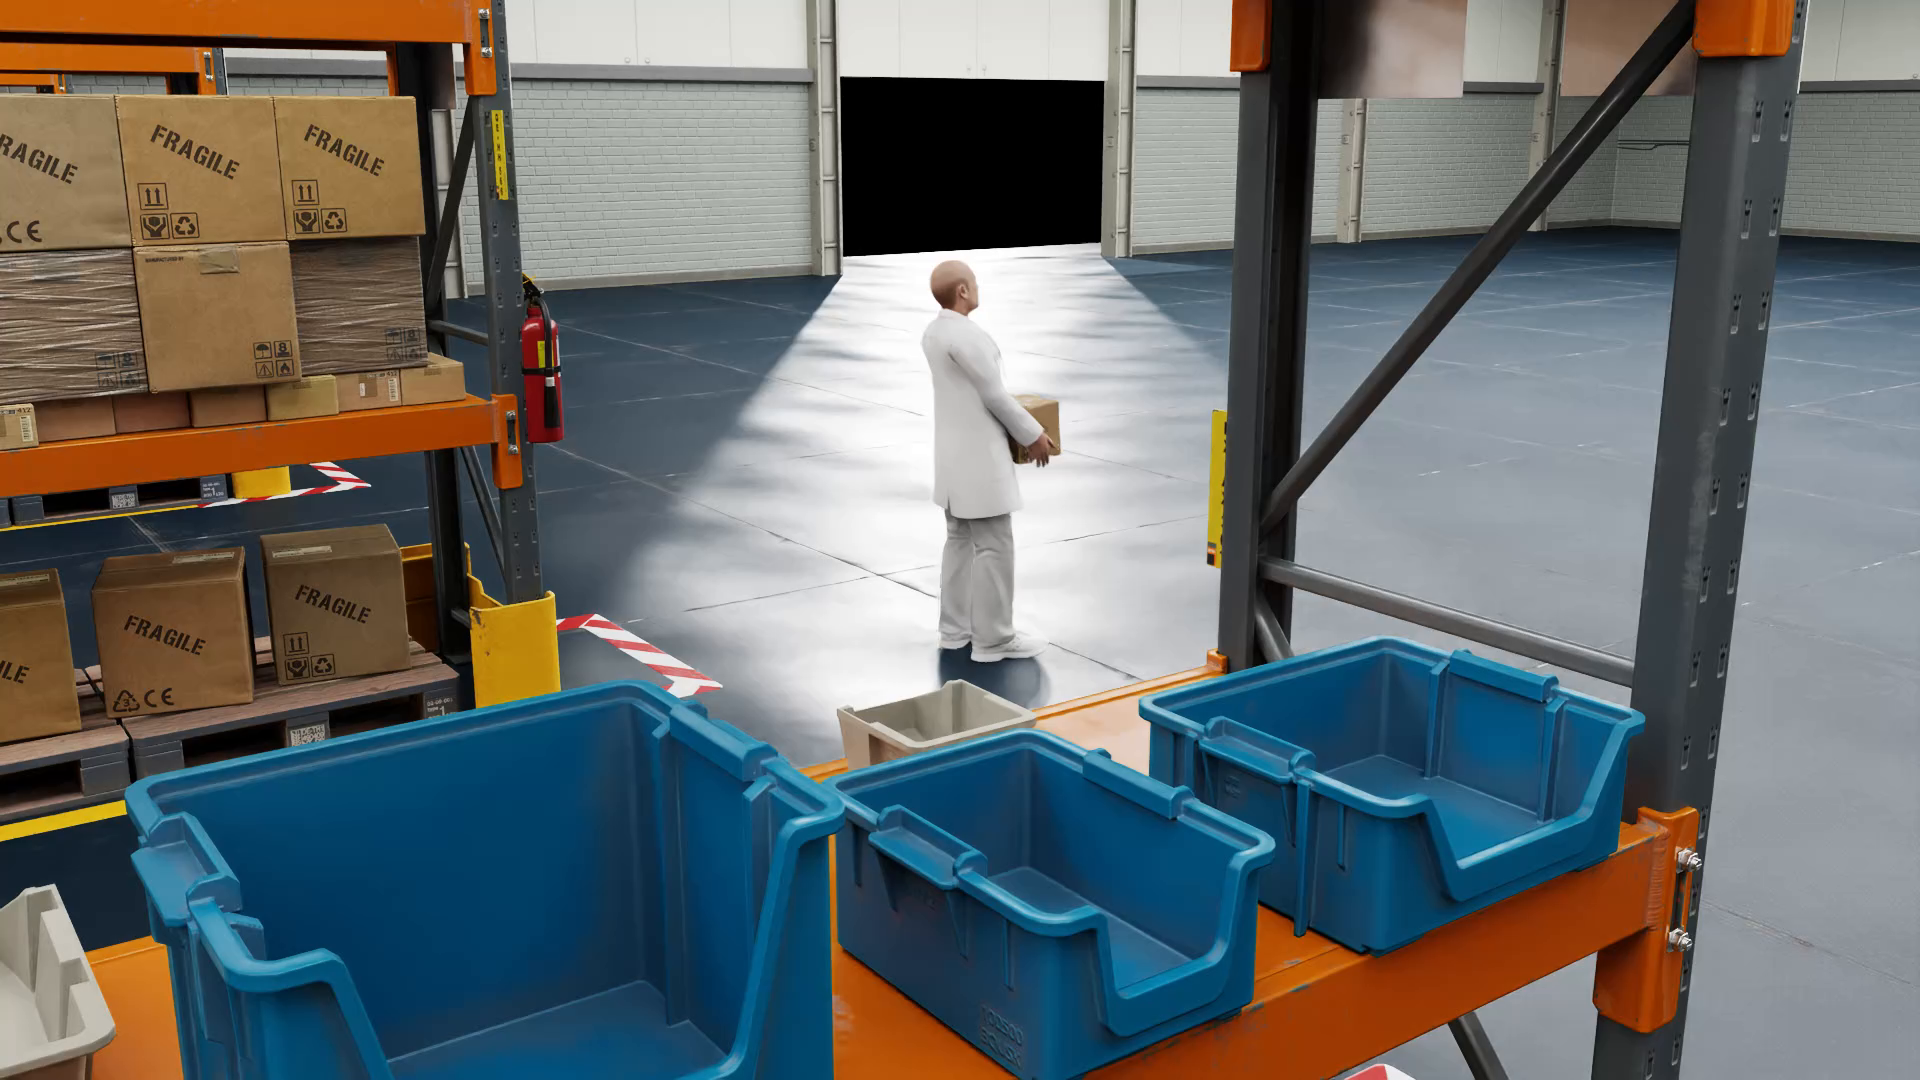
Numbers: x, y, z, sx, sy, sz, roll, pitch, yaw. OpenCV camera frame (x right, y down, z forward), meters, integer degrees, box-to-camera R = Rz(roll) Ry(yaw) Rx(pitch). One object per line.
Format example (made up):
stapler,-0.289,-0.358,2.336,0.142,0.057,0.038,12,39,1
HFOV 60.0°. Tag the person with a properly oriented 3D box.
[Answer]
person,0.130,-0.364,7.460,0.544,1.779,0.545,-5,15,-20
